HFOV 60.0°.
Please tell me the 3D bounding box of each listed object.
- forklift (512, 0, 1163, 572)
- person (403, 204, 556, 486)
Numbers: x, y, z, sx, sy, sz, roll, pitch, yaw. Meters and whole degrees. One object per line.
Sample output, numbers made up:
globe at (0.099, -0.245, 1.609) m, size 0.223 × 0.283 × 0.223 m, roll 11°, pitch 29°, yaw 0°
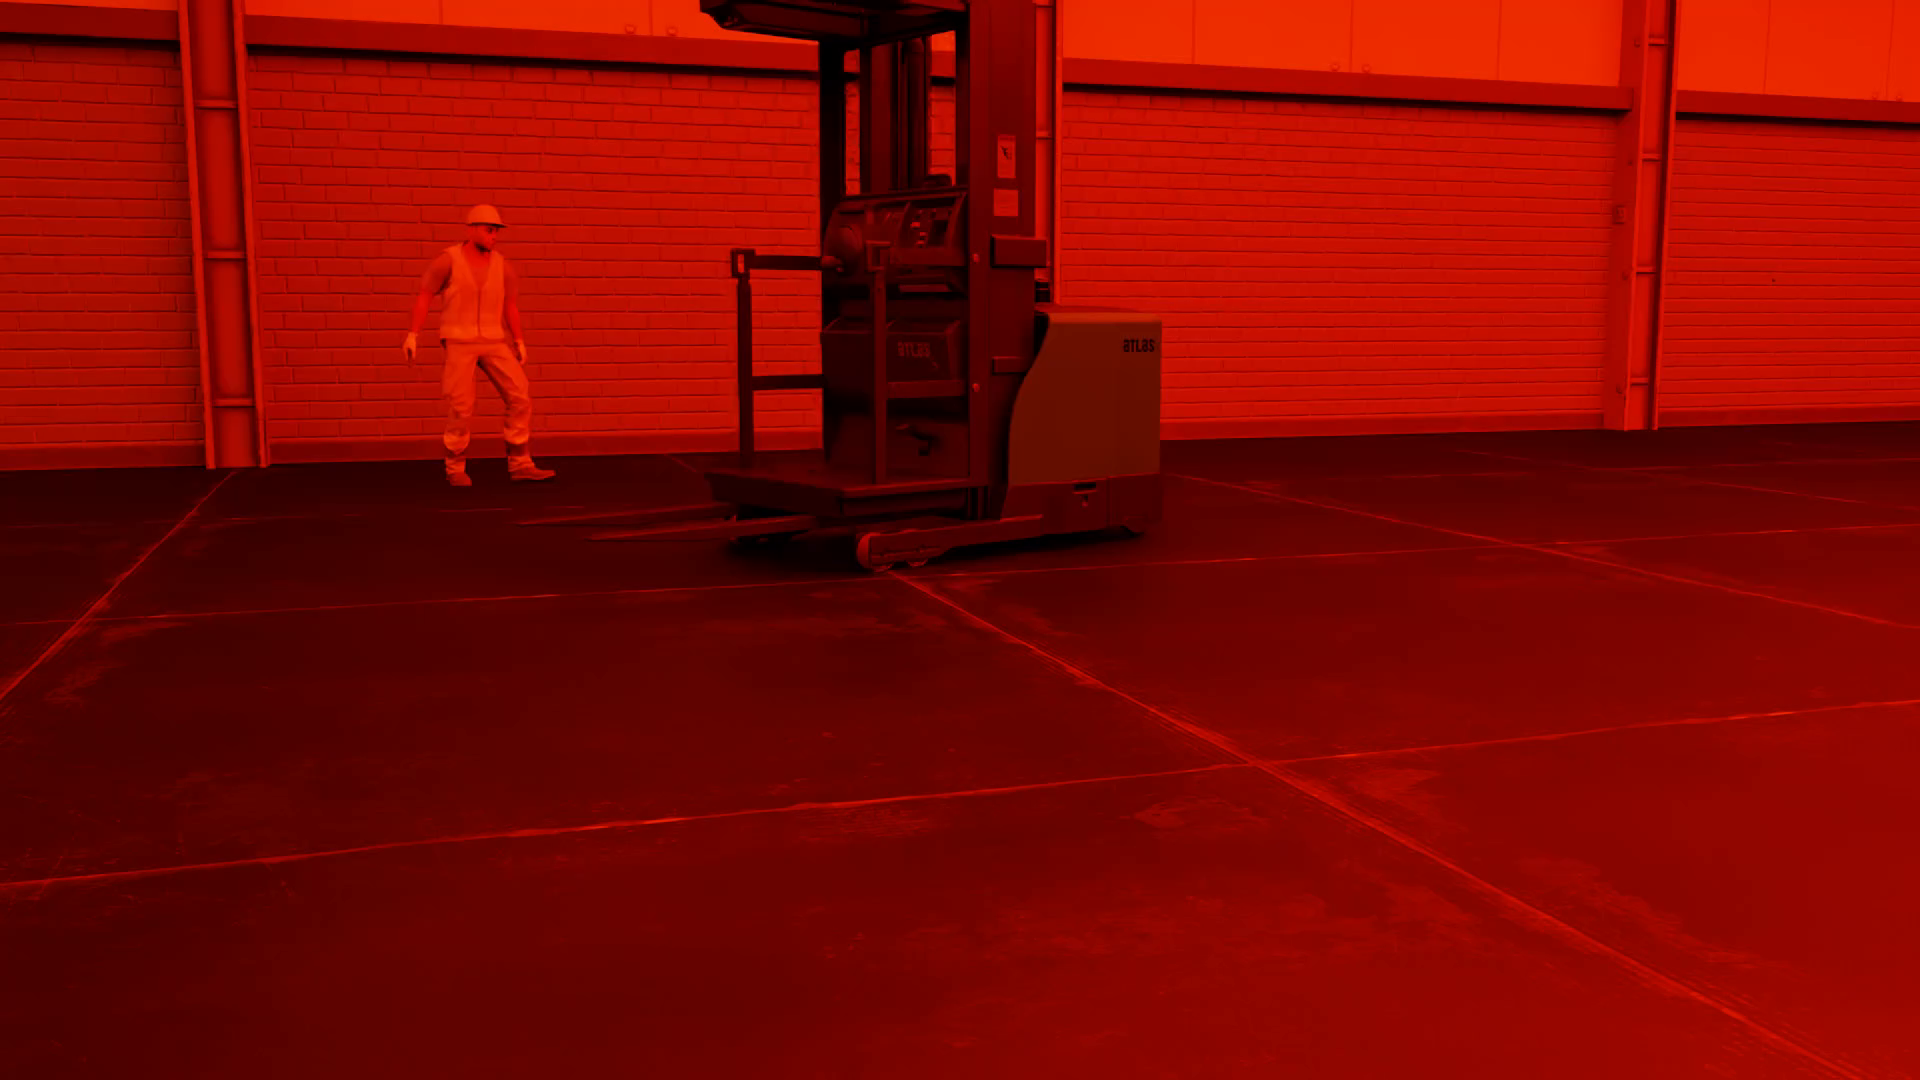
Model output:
forklift at (-0.461, -1.399, 7.333) m, size 3.031 × 2.935 × 1.130 m, roll -7°, pitch 10°, yaw -40°
person at (-3.022, -1.215, 10.437) m, size 0.877 × 1.747 × 0.452 m, roll -6°, pitch 10°, yaw -36°
